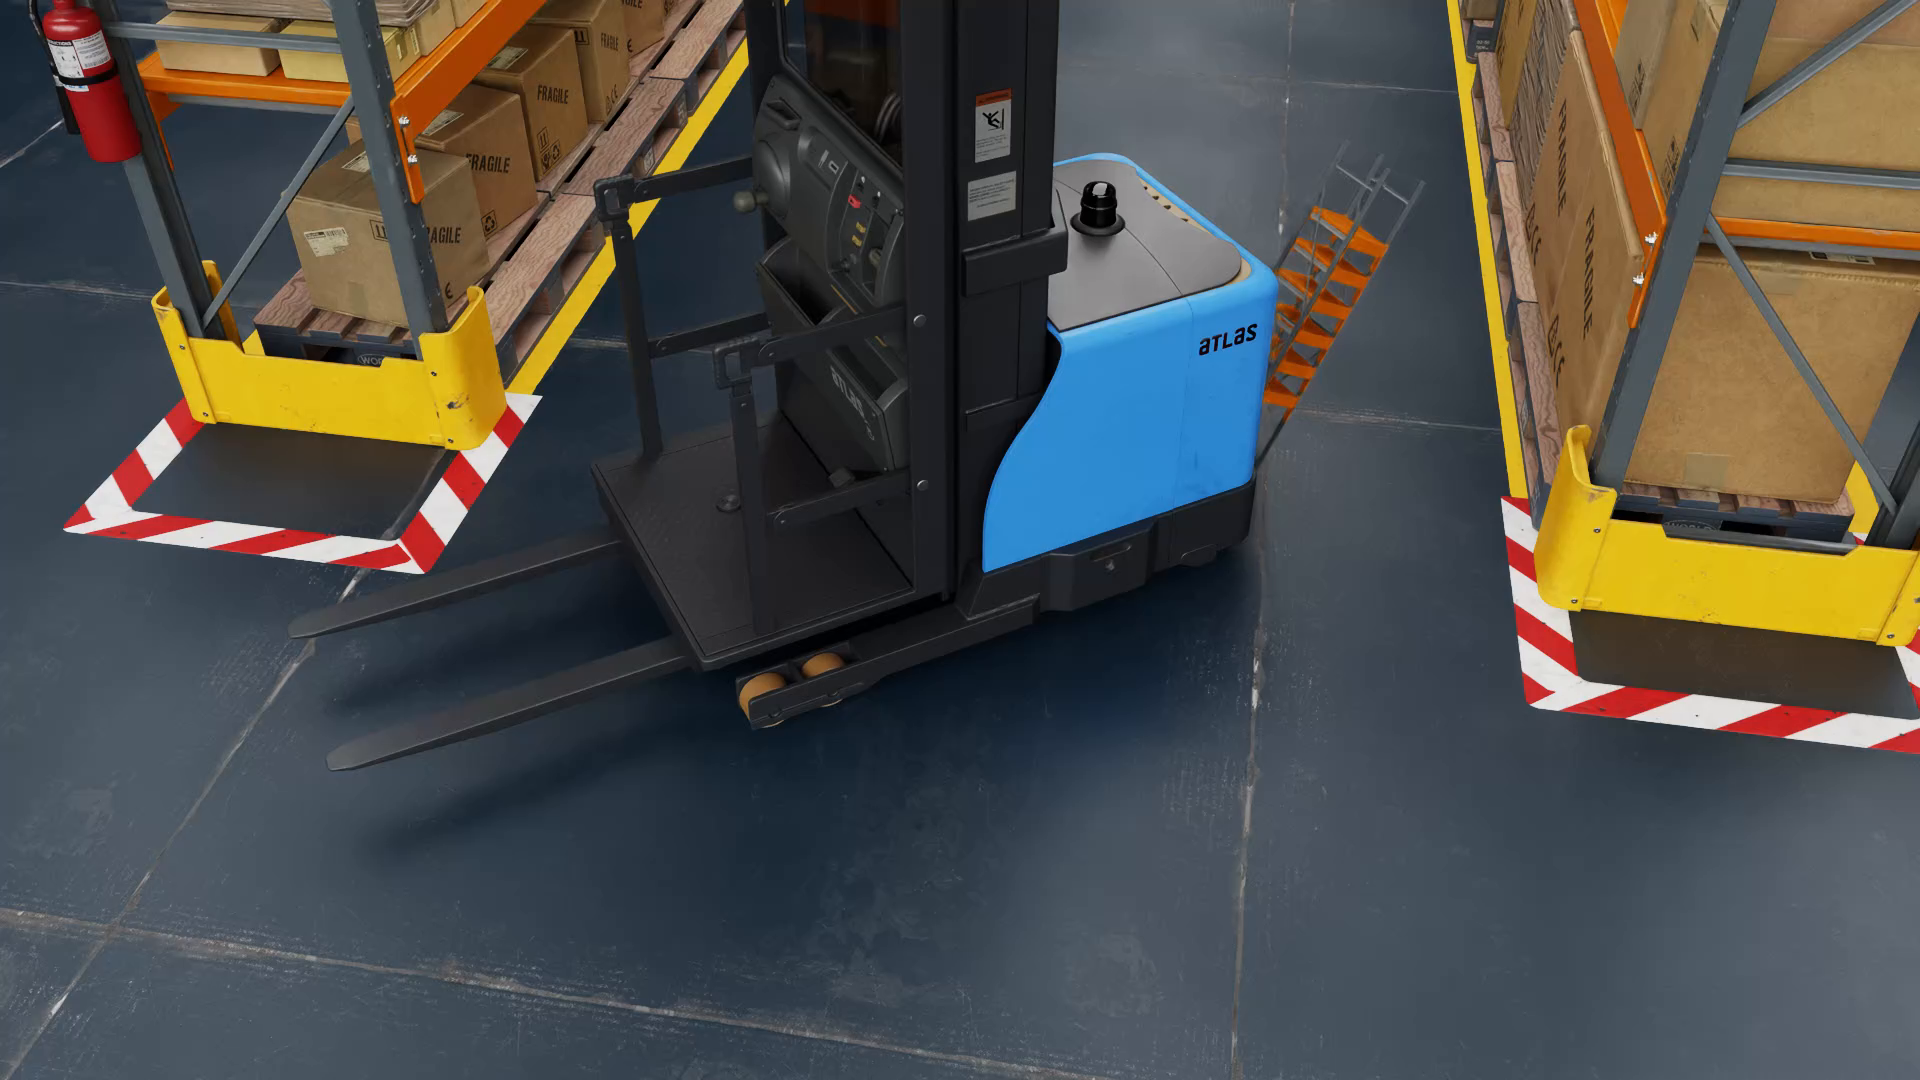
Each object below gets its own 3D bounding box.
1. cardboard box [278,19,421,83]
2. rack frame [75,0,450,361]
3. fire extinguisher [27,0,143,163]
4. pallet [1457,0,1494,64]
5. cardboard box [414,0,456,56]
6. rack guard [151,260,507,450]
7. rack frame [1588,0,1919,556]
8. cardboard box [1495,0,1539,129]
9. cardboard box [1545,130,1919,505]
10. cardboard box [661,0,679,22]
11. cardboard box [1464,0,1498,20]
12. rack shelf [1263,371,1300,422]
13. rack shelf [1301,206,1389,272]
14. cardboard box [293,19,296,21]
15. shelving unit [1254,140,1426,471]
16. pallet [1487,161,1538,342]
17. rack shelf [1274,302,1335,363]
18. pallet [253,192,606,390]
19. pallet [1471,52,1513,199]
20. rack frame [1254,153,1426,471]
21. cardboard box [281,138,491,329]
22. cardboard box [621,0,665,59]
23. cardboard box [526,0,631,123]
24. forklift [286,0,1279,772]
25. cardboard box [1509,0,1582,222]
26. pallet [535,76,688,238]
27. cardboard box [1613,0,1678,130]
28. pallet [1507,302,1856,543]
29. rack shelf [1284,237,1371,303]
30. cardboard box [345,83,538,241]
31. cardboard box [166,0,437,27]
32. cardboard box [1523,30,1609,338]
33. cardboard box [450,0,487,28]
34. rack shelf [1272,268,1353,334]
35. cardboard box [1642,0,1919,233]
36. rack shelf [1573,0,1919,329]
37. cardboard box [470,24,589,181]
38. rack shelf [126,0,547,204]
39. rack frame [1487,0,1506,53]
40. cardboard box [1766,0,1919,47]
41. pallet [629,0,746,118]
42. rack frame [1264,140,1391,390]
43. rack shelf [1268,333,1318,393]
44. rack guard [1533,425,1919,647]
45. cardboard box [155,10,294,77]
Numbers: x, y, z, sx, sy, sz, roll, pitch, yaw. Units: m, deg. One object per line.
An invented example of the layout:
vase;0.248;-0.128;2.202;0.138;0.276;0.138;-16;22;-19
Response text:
cardboard box;-2.058;-1.661;5.602;0.380;0.149;0.250;6;40;8
rack frame;-2.342;-1.605;5.338;1.000;3.000;0.127;6;40;8
fire extinguisher;-2.815;-1.554;5.337;0.296;0.674;0.183;6;40;8
pallet;3.277;-2.923;9.120;1.003;0.211;1.213;6;40;8
cardboard box;-1.995;-1.816;5.789;0.380;0.149;0.250;6;40;8
rack guard;-2.329;-0.690;6.192;1.175;0.500;0.348;6;40;8
rack frame;2.526;-0.995;4.599;1.000;3.000;0.127;6;40;8
cardboard box;3.040;-2.461;7.711;0.875;0.875;0.875;7;40;8
cardboard box;2.578;-0.771;5.666;0.875;0.875;0.875;7;40;8
cardboard box;-1.758;-3.067;8.738;0.500;0.500;0.500;5;40;6
cardboard box;3.237;-3.200;8.702;1.050;0.750;0.750;6;40;7
rack shelf;1.049;-0.540;5.892;0.180;0.103;0.258;8;30;-37
rack shelf;1.299;-1.029;5.649;0.180;0.103;0.258;8;30;-37
cardboard box;-2.452;-1.867;5.851;0.380;0.149;0.250;6;40;8
shelving unit;1.168;-0.772;5.777;0.189;1.200;0.258;8;30;-37
pallet;2.801;-1.194;7.029;1.003;0.211;1.213;6;40;8
rack shelf;1.149;-0.735;5.795;0.180;0.103;0.258;8;30;-37
pallet;-2.153;-1.084;6.896;1.003;0.211;1.213;6;40;8
pallet;3.009;-1.962;7.957;1.003;0.211;1.213;6;40;8
rack frame;1.240;-0.762;5.832;0.006;1.200;0.240;8;30;-37
cardboard box;-2.217;-1.194;6.472;0.500;0.500;0.500;14;41;16
cardboard box;-1.850;-2.707;8.302;0.500;0.500;0.500;19;43;21
cardboard box;-1.880;-2.309;7.821;0.500;0.500;0.500;3;40;4
forklift;-0.561;-0.946;4.594;3.031;2.935;1.130;-18;43;-21
cardboard box;2.888;-1.895;7.026;0.875;0.875;0.875;7;40;8
pallet;-1.940;-1.848;7.819;1.003;0.211;1.213;6;40;8
cardboard box;2.619;-1.638;5.260;0.875;0.550;0.550;6;40;8
pallet;2.587;-0.431;6.105;1.003;0.211;1.213;6;40;8
rack shelf;1.249;-0.931;5.698;0.180;0.103;0.258;8;30;-37
cardboard box;-2.148;-1.573;6.930;0.500;0.500;0.500;17;42;19
cardboard box;-2.220;-2.101;5.625;0.875;0.500;0.500;6;40;8
cardboard box;2.728;-1.323;6.334;0.875;0.875;0.875;6;40;7
cardboard box;-1.937;-1.971;5.977;0.380;0.149;0.250;6;40;8
rack shelf;1.199;-0.833;5.746;0.180;0.103;0.258;8;30;-37
cardboard box;2.545;-1.291;4.839;0.875;0.550;0.550;6;40;8
rack shelf;2.872;-1.973;6.347;1.077;0.370;4.000;6;40;8
cardboard box;-2.021;-1.964;7.403;0.500;0.500;0.500;10;41;12
rack shelf;-1.996;-2.583;7.085;1.077;0.370;4.000;6;40;8
rack frame;3.218;-3.505;7.636;1.000;3.000;0.127;6;40;8
cardboard box;2.628;-1.698;4.484;0.875;0.550;0.550;6;40;8
pallet;-1.731;-2.616;8.748;1.003;0.211;1.213;6;40;8
rack frame;1.095;-0.781;5.722;0.006;1.200;0.240;8;30;-37
rack shelf;1.099;-0.638;5.844;0.180;0.103;0.258;8;30;-37
rack guard;2.522;-0.016;5.378;1.175;0.500;0.348;6;40;8
cardboard box;-2.496;-1.710;5.661;0.380;0.149;0.250;6;40;8
